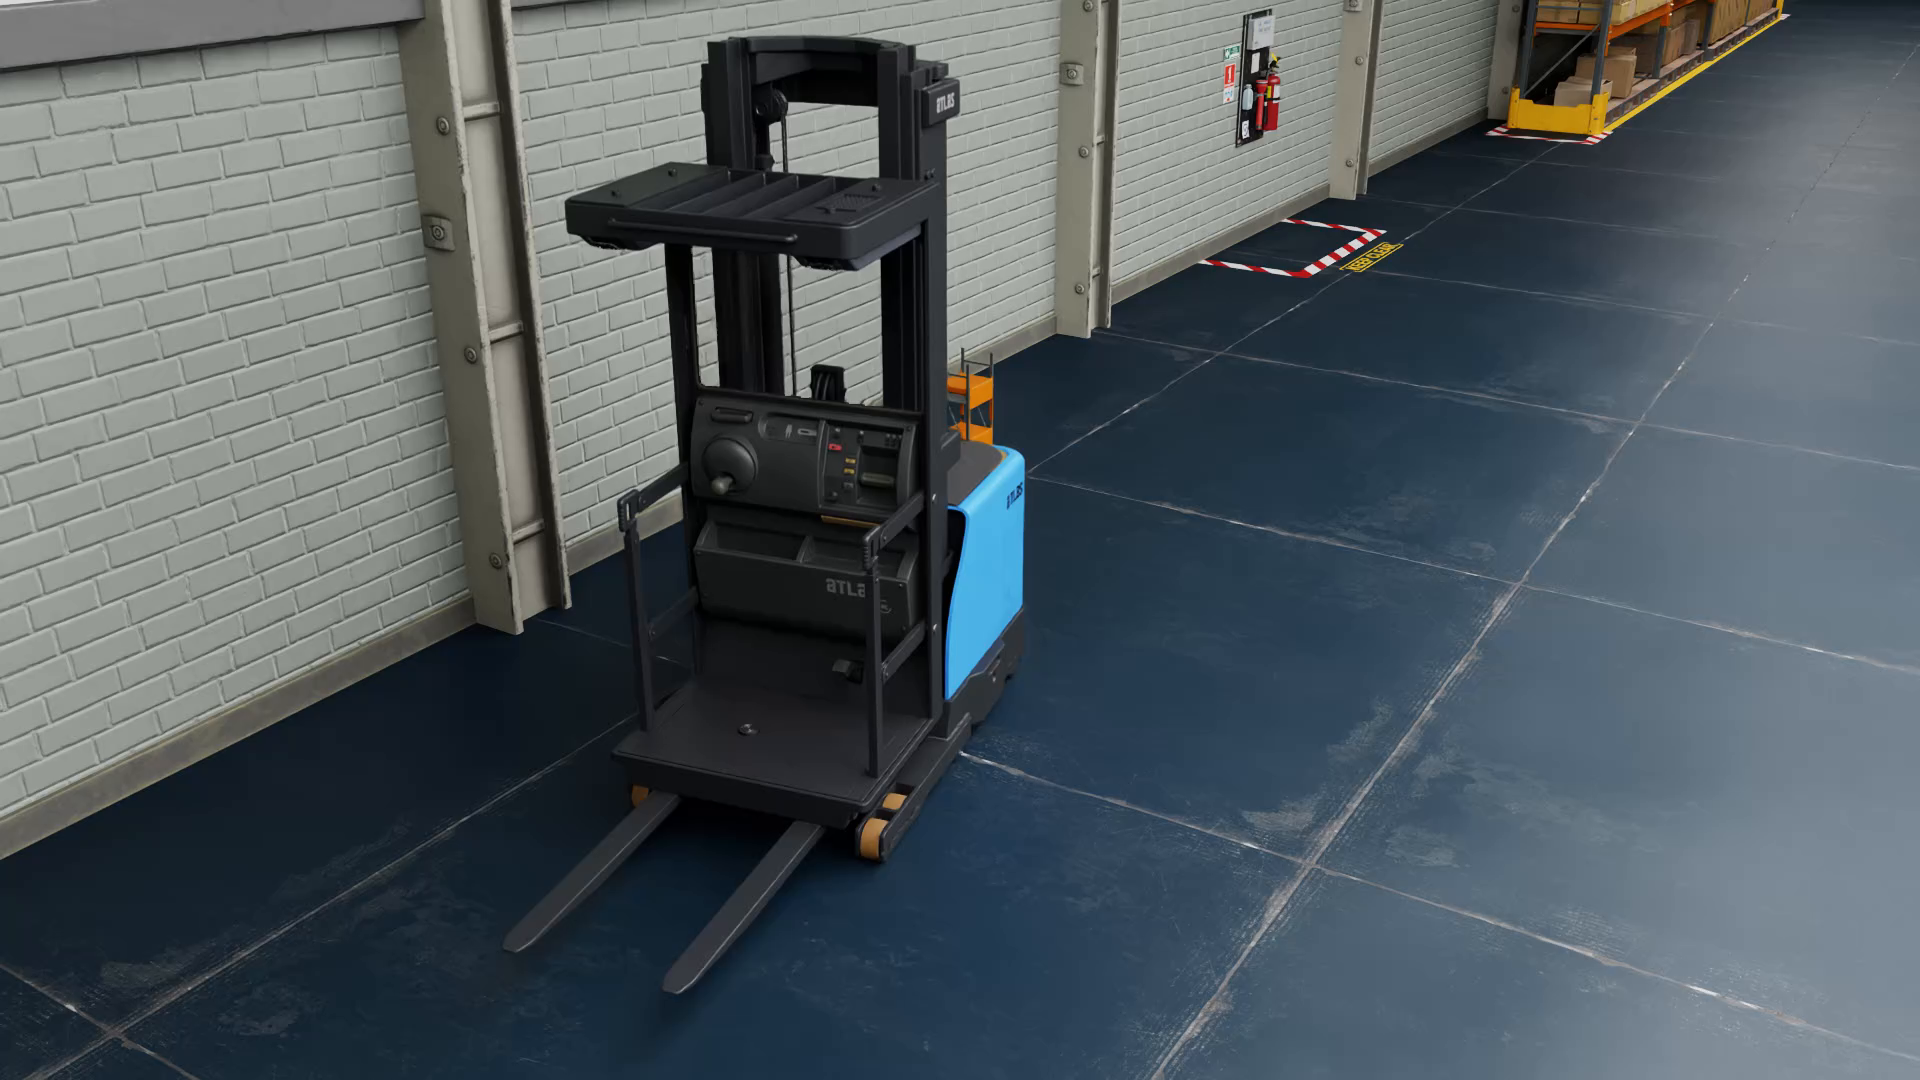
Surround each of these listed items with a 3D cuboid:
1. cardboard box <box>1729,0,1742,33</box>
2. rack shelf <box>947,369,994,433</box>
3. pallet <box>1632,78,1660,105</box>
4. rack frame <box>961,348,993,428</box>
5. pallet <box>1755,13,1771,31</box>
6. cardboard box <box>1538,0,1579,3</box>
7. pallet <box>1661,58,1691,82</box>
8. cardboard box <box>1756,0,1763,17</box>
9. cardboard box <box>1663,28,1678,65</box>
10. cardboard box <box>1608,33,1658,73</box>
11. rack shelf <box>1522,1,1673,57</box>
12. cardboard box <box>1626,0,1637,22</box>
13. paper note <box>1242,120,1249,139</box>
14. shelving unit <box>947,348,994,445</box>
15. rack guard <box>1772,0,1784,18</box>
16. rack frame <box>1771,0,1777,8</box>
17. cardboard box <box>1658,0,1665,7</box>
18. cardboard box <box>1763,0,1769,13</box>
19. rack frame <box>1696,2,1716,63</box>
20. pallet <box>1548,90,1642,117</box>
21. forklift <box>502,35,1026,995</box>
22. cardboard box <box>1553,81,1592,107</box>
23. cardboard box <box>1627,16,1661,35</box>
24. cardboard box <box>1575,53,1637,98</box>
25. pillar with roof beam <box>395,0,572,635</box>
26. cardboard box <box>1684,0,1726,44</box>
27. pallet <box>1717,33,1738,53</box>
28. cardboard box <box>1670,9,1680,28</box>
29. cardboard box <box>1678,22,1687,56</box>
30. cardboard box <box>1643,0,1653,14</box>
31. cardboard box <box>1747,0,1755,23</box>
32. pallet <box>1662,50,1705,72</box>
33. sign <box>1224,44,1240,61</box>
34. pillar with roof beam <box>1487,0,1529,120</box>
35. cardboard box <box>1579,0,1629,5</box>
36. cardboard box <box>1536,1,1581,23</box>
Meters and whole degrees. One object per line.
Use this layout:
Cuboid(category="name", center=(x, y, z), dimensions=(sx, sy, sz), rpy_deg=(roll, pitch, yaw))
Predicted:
Cuboid(category="cardboard box", center=(13.284, -9.375, 29.306), dimensions=(0.750, 0.750, 0.750), rpy_deg=(15, 27, 31))
Cuboid(category="rack shelf", center=(0.028, -0.751, 8.975), dimensions=(0.215, 0.259, 0.240), rpy_deg=(14, 27, 29))
Cuboid(category="pallet", center=(9.439, -6.502, 24.003), dimensions=(1.003, 0.211, 1.213), rpy_deg=(14, 27, 29))
Cuboid(category="rack frame", center=(0.093, -0.541, 9.178), dimensions=(0.200, 1.050, 0.008), rpy_deg=(14, 27, 29))
Cuboid(category="pallet", center=(15.093, -10.090, 32.291), dimensions=(1.003, 0.211, 1.213), rpy_deg=(14, 27, 29))
Cuboid(category="cardboard box", center=(7.721, -7.154, 21.218), dimensions=(0.500, 0.500, 0.500), rpy_deg=(14, 27, 28))
Cuboid(category="pallet", center=(10.815, -7.412, 26.106), dimensions=(1.003, 0.211, 1.213), rpy_deg=(14, 27, 29))
Cuboid(category="cardboard box", center=(15.005, -10.334, 31.963), dimensions=(0.700, 0.500, 0.500), rpy_deg=(15, 27, 30))
Cuboid(category="cardboard box", center=(10.670, -7.671, 25.786), dimensions=(0.700, 0.500, 0.500), rpy_deg=(14, 27, 30))
Cuboid(category="cardboard box", center=(10.137, -7.322, 24.981), dimensions=(0.700, 0.500, 0.500), rpy_deg=(15, 28, 31))
Cuboid(category="rack shelf", center=(8.708, -7.010, 22.573), dimensions=(1.077, 0.370, 4.000), rpy_deg=(14, 27, 29))
Cuboid(category="cardboard box", center=(8.442, -6.882, 21.536), dimensions=(0.500, 0.250, 0.500), rpy_deg=(13, 27, 27))
Cuboid(category="paper note", center=(2.634, -3.782, 15.320), dimensions=(0.016, 0.148, 0.142), rpy_deg=(14, 27, 29))
Cuboid(category="shelving unit", center=(0.028, -0.500, 9.083), dimensions=(0.215, 1.050, 0.252), rpy_deg=(14, 27, 29))
Cuboid(category="rack guard", center=(16.105, -10.927, 33.861), dimensions=(1.175, 0.500, 0.348), rpy_deg=(14, 27, 29))
Cuboid(category="rack frame", center=(16.093, -12.066, 33.345), dimensions=(1.000, 3.000, 0.127), rpy_deg=(14, 27, 29))
Cuboid(category="cardboard box", center=(9.501, -7.566, 23.115), dimensions=(0.500, 0.250, 0.500), rpy_deg=(14, 27, 29))
Cuboid(category="cardboard box", center=(15.545, -10.685, 32.774), dimensions=(0.700, 0.500, 0.500), rpy_deg=(14, 27, 29))
Cuboid(category="rack frame", center=(11.873, -9.366, 27.108), dimensions=(1.000, 3.000, 0.127), rpy_deg=(14, 27, 29))
Cuboid(category="pallet", center=(8.796, -6.088, 23.048), dimensions=(1.003, 0.211, 1.213), rpy_deg=(14, 27, 29))
Cuboid(category="forklift", center=(-0.686, -0.295, 6.241), dimensions=(1.130, 2.935, 3.031), rpy_deg=(8, 25, 19))
Cuboid(category="cardboard box", center=(8.094, -5.848, 21.814), dimensions=(0.500, 0.311, 0.500), rpy_deg=(11, 26, 23))
Cuboid(category="cardboard box", center=(10.366, -7.816, 25.177), dimensions=(0.500, 0.250, 0.500), rpy_deg=(13, 27, 28))
Cuboid(category="cardboard box", center=(8.824, -6.364, 22.769), dimensions=(0.700, 0.500, 0.500), rpy_deg=(12, 26, 26))
Cuboid(category="pillar with roof beam", center=(1.450, -2.859, 4.526), dimensions=(9.100, 9.000, 0.400), rpy_deg=(14, 27, 29))
Cuboid(category="cardboard box", center=(12.372, -8.792, 27.962), dimensions=(0.750, 0.750, 0.750), rpy_deg=(13, 27, 28))
Cuboid(category="pallet", center=(12.997, -8.746, 29.188), dimensions=(1.003, 0.211, 1.213), rpy_deg=(14, 27, 29))
Cuboid(category="cardboard box", center=(10.916, -8.157, 25.965), dimensions=(0.500, 0.250, 0.500), rpy_deg=(14, 27, 29))
Cuboid(category="cardboard box", center=(11.167, -8.017, 26.586), dimensions=(0.700, 0.500, 0.500), rpy_deg=(14, 27, 29))
Cuboid(category="cardboard box", center=(8.984, -7.223, 22.323), dimensions=(0.500, 0.250, 0.500), rpy_deg=(14, 27, 29))
Cuboid(category="cardboard box", center=(14.464, -9.992, 31.174), dimensions=(0.700, 0.500, 0.500), rpy_deg=(14, 27, 30))
Cuboid(category="pallet", center=(11.459, -7.822, 27.054), dimensions=(1.003, 0.211, 1.213), rpy_deg=(14, 27, 29))
Cuboid(category="sign", center=(2.417, -4.326, 14.755), dimensions=(0.001, 0.109, 0.331), rpy_deg=(14, 27, 29))
Cuboid(category="pillar with roof beam", center=(10.945, -8.934, 18.560), dimensions=(9.100, 9.000, 0.400), rpy_deg=(14, 27, 29))
Cuboid(category="cardboard box", center=(8.160, -7.048, 20.975), dimensions=(0.500, 0.500, 0.500), rpy_deg=(14, 27, 29))
Cuboid(category="cardboard box", center=(7.735, -6.804, 21.355), dimensions=(0.500, 0.250, 0.500), rpy_deg=(14, 27, 30))
